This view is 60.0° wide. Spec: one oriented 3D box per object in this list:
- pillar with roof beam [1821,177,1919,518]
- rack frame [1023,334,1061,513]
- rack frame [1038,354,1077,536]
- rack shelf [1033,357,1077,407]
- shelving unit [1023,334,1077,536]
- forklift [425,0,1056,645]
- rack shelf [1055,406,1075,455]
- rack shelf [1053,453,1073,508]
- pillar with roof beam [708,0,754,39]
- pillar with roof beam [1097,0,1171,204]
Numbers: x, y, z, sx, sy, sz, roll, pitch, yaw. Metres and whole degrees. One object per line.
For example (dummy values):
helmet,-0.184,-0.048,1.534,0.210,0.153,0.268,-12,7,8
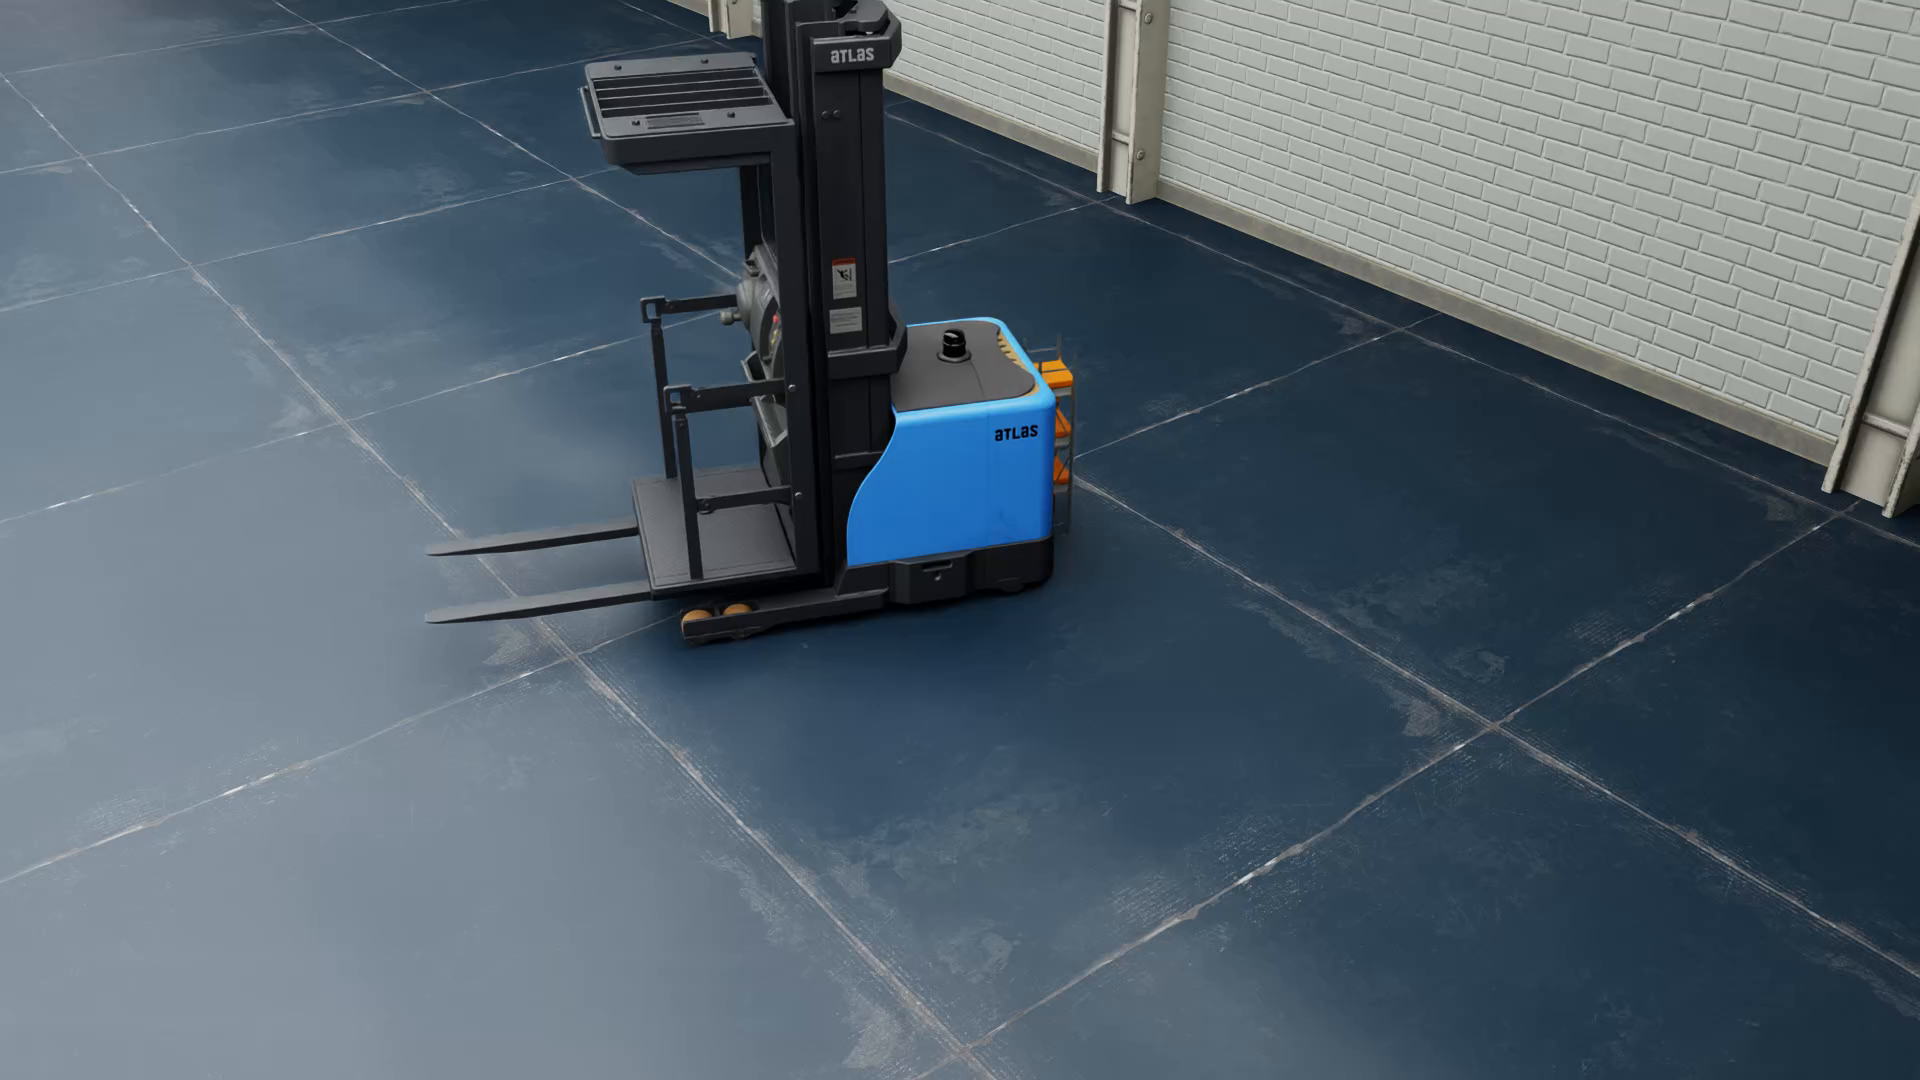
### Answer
pillar with roof beam,1.604,-2.677,4.530,9.100,9.000,0.400,-22,38,-31
rack frame,0.417,-0.583,8.693,0.200,1.050,0.008,-9,33,-13
rack frame,0.484,-0.459,8.494,0.200,1.050,0.008,-9,33,-13
rack shelf,0.450,-0.753,8.449,0.215,0.259,0.240,-9,33,-13
shelving unit,0.450,-0.521,8.593,0.215,1.050,0.252,-9,33,-13
forklift,-1.106,-1.053,7.667,3.031,2.935,1.130,-8,33,-13
rack shelf,0.450,-0.512,8.599,0.215,0.259,0.240,-9,33,-13
rack shelf,0.450,-0.276,8.746,0.215,0.259,0.240,-9,33,-13
pillar with roof beam,-5.754,-7.678,12.583,9.100,9.000,0.400,-22,38,-31
pillar with roof beam,-2.075,-5.177,8.557,9.100,9.000,0.400,-22,38,-31
